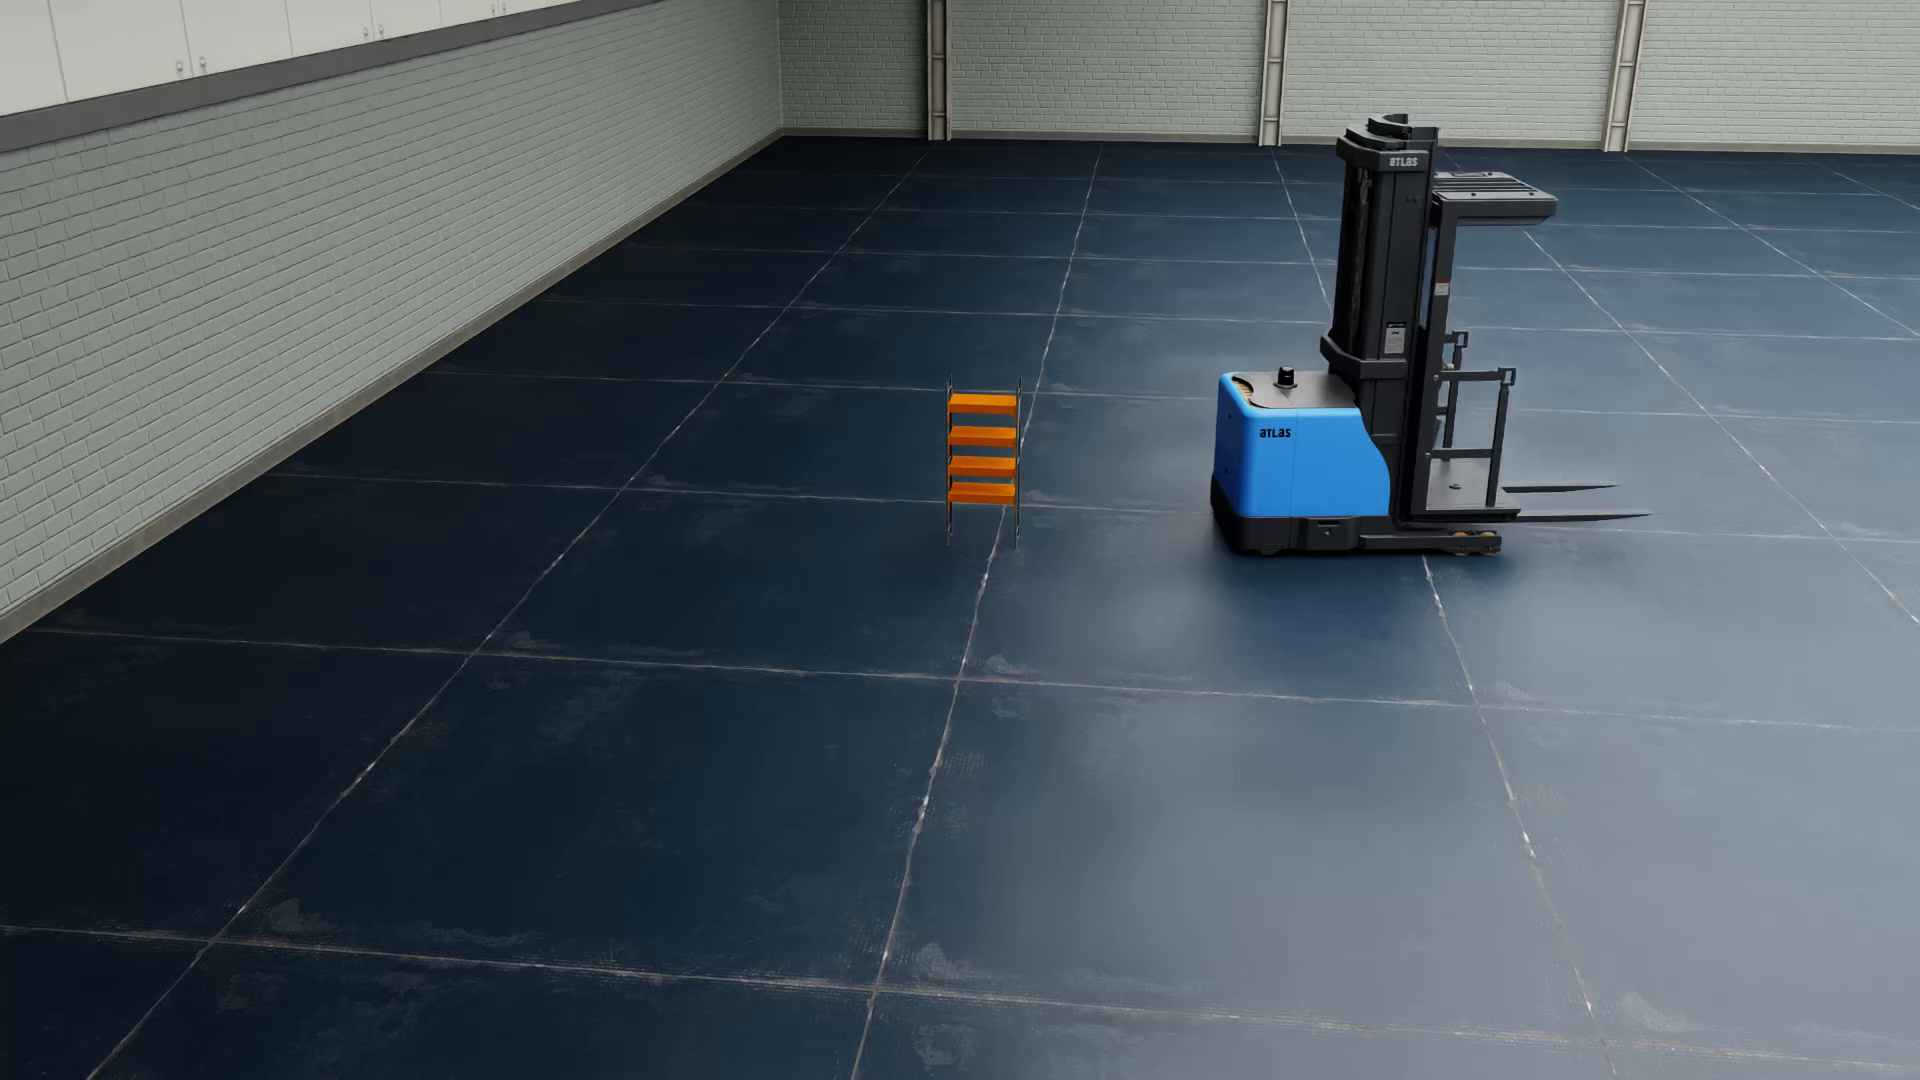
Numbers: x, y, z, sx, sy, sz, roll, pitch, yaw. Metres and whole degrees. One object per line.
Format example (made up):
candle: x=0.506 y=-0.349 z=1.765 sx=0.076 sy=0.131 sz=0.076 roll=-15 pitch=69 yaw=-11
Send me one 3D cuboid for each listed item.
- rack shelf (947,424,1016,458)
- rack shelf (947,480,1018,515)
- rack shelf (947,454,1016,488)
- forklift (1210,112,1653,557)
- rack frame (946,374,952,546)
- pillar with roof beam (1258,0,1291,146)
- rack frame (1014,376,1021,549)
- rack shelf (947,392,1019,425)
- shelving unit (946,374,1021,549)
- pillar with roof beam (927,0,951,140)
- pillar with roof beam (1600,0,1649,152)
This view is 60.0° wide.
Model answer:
rack shelf: x=0.164 y=-0.696 z=11.671 sx=0.480 sy=0.148 sz=0.258 roll=2 pitch=22 yaw=6
rack shelf: x=0.164 y=-0.304 z=11.826 sx=0.480 sy=0.148 sz=0.258 roll=2 pitch=22 yaw=6
rack shelf: x=0.164 y=-0.488 z=11.753 sx=0.480 sy=0.148 sz=0.258 roll=2 pitch=22 yaw=6
forklift: x=3.407 y=-1.442 z=11.628 sx=3.031 sy=2.935 sz=1.130 roll=-1 pitch=22 yaw=-2
rack frame: x=-0.078 y=-0.561 z=11.755 sx=0.015 sy=1.200 sz=0.240 roll=2 pitch=22 yaw=6
pillar with roof beam: x=5.078 y=-9.755 z=24.401 sx=0.400 sy=9.000 sz=9.100 roll=2 pitch=22 yaw=6
rack frame: x=0.407 y=-0.540 z=11.701 sx=0.015 sy=1.200 sz=0.240 roll=2 pitch=22 yaw=6
rack shelf: x=0.164 y=-0.916 z=11.584 sx=0.480 sy=0.148 sz=0.258 roll=2 pitch=22 yaw=6
shelving unit: x=0.164 y=-0.551 z=11.728 sx=0.503 sy=1.200 sz=0.258 roll=2 pitch=22 yaw=6
pillar with roof beam: x=-0.880 y=-10.014 z=25.058 sx=0.400 sy=9.000 sz=9.100 roll=2 pitch=22 yaw=6
pillar with roof beam: x=11.037 y=-9.495 z=23.744 sx=0.400 sy=9.000 sz=9.100 roll=2 pitch=22 yaw=6
